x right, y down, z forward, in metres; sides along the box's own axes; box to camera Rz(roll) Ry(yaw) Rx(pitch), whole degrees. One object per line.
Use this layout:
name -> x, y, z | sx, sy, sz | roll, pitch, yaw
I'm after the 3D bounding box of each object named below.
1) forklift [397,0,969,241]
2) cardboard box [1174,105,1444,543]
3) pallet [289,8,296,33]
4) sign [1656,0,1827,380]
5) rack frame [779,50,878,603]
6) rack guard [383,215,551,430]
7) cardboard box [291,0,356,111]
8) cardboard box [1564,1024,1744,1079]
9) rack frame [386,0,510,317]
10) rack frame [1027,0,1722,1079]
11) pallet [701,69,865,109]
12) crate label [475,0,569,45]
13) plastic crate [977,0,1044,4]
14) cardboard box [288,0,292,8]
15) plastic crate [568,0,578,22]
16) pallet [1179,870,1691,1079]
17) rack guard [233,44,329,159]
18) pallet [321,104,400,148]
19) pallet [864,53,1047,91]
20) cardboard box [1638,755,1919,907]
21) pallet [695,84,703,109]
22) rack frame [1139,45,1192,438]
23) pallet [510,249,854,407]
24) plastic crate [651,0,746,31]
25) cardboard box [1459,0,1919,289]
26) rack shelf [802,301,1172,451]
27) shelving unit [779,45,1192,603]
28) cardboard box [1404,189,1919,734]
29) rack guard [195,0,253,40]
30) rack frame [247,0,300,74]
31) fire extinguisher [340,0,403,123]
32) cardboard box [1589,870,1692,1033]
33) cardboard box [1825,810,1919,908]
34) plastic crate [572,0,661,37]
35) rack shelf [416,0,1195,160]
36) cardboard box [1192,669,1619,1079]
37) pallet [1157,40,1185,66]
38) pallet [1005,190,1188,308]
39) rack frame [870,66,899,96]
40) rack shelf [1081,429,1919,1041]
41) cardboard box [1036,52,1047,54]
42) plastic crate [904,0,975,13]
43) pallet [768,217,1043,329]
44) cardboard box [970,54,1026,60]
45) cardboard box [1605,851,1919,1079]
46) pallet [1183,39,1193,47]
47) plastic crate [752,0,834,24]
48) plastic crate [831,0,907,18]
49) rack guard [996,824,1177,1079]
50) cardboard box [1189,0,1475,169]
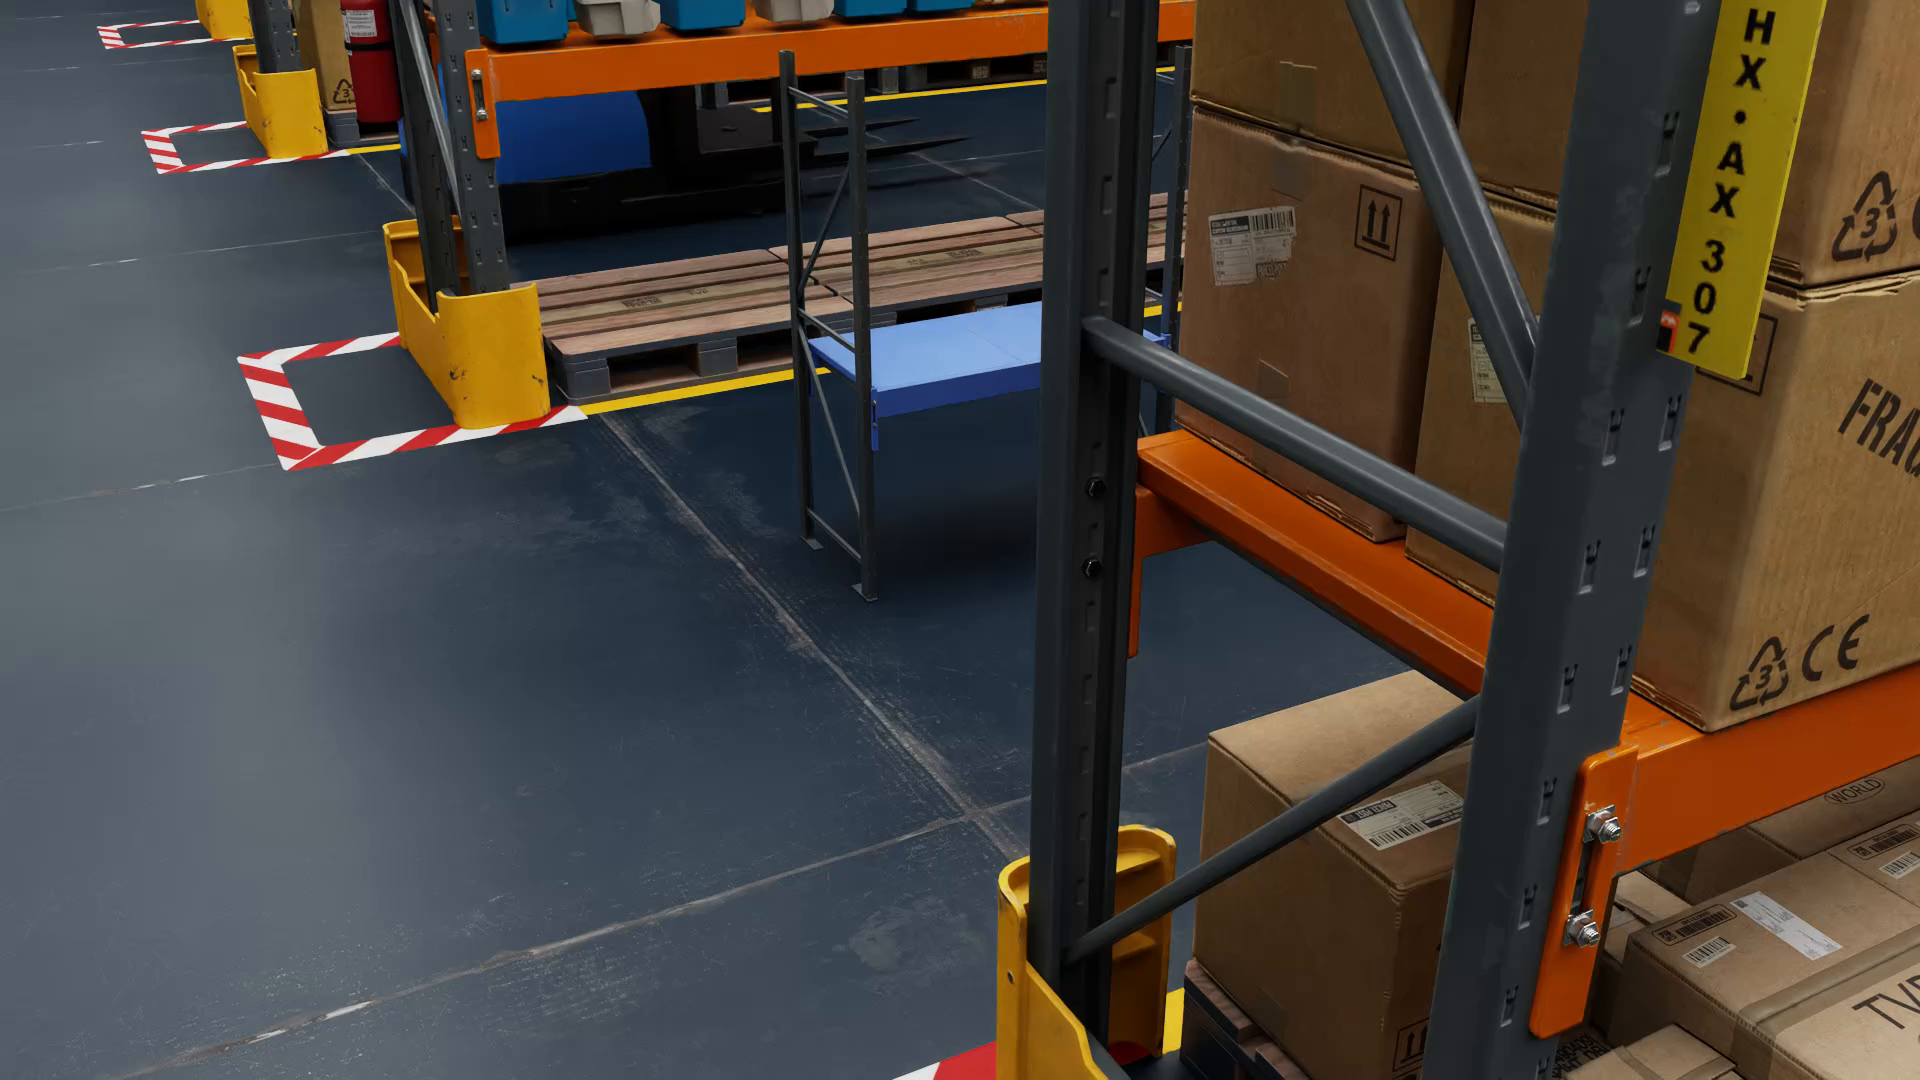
forklift -> -1.430, -3.239, 8.611 | 3.031, 2.935, 1.130 | -14, 29, -26
cardboard box -> 0.670, -0.362, 2.422 | 0.500, 0.500, 0.500 | -12, 28, -24
pallet -> -5.700, -4.731, 14.859 | 1.213, 0.211, 1.003 | -13, 29, -25
sign -> 0.658, -0.304, 1.418 | 0.005, 0.325, 0.100 | -13, 29, -25
rack frame -> -0.373, -0.590, 4.746 | 0.032, 1.500, 0.500 | -13, 29, -25
rack guard -> -1.940, -0.877, 6.499 | 0.348, 0.500, 1.175 | -13, 29, -25
cardboard box -> -3.728, -3.298, 10.622 | 0.875, 0.875, 0.875 | -13, 29, -25
cardboard box -> 1.155, 0.953, 2.565 | 0.250, 0.166, 0.380 | -13, 29, -25
rack frame -> -1.925, -2.014, 5.979 | 0.127, 3.000, 1.000 | -13, 29, -25
rack frame -> 0.404, -0.120, 2.034 | 0.053, 2.616, 0.949 | -13, 29, -25
pallet -> -1.434, -3.338, 11.958 | 1.213, 0.211, 1.003 | -13, 29, -25
crate label -> -1.552, -1.890, 5.845 | 0.303, 0.233, 0.416 | -13, 29, -25
plastic crate -> 0.210, -2.267, 6.742 | 0.466, 0.136, 0.293 | -13, 29, -25
cardboard box -> -5.887, -4.709, 14.400 | 0.250, 0.149, 0.380 | -12, 28, -24
plastic crate -> -1.717, -2.196, 6.249 | 0.499, 0.435, 0.616 | -13, 29, -25
pallet -> 1.173, 0.958, 3.012 | 1.213, 0.211, 1.003 | -13, 29, -25
rack guard -> -4.277, -2.774, 10.449 | 0.348, 0.500, 1.175 | -13, 29, -25
pallet -> -3.587, -2.841, 10.923 | 1.213, 0.211, 1.003 | -13, 29, -25
pallet -> -0.080, -3.649, 12.606 | 1.213, 0.211, 1.003 | -13, 29, -25
cardboard box -> 1.619, 0.533, 3.343 | 0.500, 0.250, 0.500 | -13, 29, -25
pallet -> -2.511, -3.088, 11.437 | 1.213, 0.211, 1.003 | -13, 29, -25
rack frame -> 0.524, -0.797, 5.177 | 0.032, 1.500, 0.500 | -13, 29, -25
pallet -> -1.179, -0.910, 6.901 | 1.213, 0.211, 1.003 | -13, 29, -25
plastic crate -> -0.971, -2.024, 6.124 | 0.300, 0.233, 0.416 | -13, 29, -25
cardboard box -> 0.919, -0.607, 1.777 | 0.500, 0.500, 0.500 | -12, 28, -24
rack shelf -> 0.075, -0.531, 5.039 | 1.000, 0.185, 0.538 | -13, 29, -25
shelving unit -> 0.075, -0.693, 4.962 | 1.048, 1.500, 0.538 | -13, 29, -25
cardboard box -> 0.919, -0.156, 1.994 | 0.500, 0.500, 0.500 | -12, 28, -24
rack guard -> -6.433, -4.709, 14.480 | 0.348, 0.500, 1.175 | -13, 29, -25
rack frame -> -4.255, -3.905, 9.918 | 0.127, 3.000, 1.000 | -13, 29, -25
fire extinguisher -> -2.272, -1.954, 6.374 | 0.183, 0.674, 0.296 | -13, 29, -25
cardboard box -> 1.166, 0.705, 3.082 | 0.250, 0.166, 0.380 | -13, 29, -25
cardboard box -> 1.899, 0.714, 2.966 | 0.500, 0.250, 0.500 | -13, 29, -25
plastic crate -> -1.230, -1.880, 5.936 | 0.298, 0.136, 0.250 | -13, 29, -25
rack shelf -> -0.160, -2.097, 6.983 | 4.000, 0.370, 1.077 | -13, 29, -25
cardboard box -> 0.767, 0.602, 2.909 | 0.500, 0.500, 0.500 | -13, 29, -25
pallet -> 0.997, -3.899, 13.127 | 1.213, 0.211, 1.003 | -13, 29, -25
pallet -> 0.974, -1.407, 7.936 | 1.213, 0.211, 1.003 | -13, 29, -25
rack frame -> -0.726, -4.720, 11.615 | 0.127, 3.000, 1.000 | -13, 29, -25
rack shelf -> 2.168, -0.204, 3.041 | 4.000, 0.370, 1.077 | -13, 29, -25
cardboard box -> 0.618, -4.272, 12.651 | 0.875, 0.875, 1.225 | -14, 29, -27
plastic crate -> -0.125, -2.219, 6.531 | 0.300, 0.233, 0.416 | -13, 29, -25
pallet -> -0.104, -1.157, 7.415 | 1.213, 0.211, 1.003 | -13, 29, -25
cardboard box -> -0.171, -4.089, 12.272 | 0.875, 0.875, 1.225 | -13, 29, -25
cardboard box -> 1.457, 0.816, 2.754 | 0.500, 0.250, 0.500 | -13, 29, -25
pallet -> 2.073, -4.146, 13.641 | 1.213, 0.211, 1.003 | -13, 29, -25
plastic crate -> -0.631, -2.018, 6.224 | 0.298, 0.136, 0.250 | -13, 29, -25
plastic crate -> -0.390, -2.158, 6.403 | 0.300, 0.233, 0.416 | -13, 29, -25
rack guard -> 0.470, 0.990, 2.610 | 0.348, 0.500, 1.175 | -13, 29, -25
cardboard box -> 0.666, -0.813, 2.206 | 0.500, 0.500, 0.500 | -13, 29, -26
